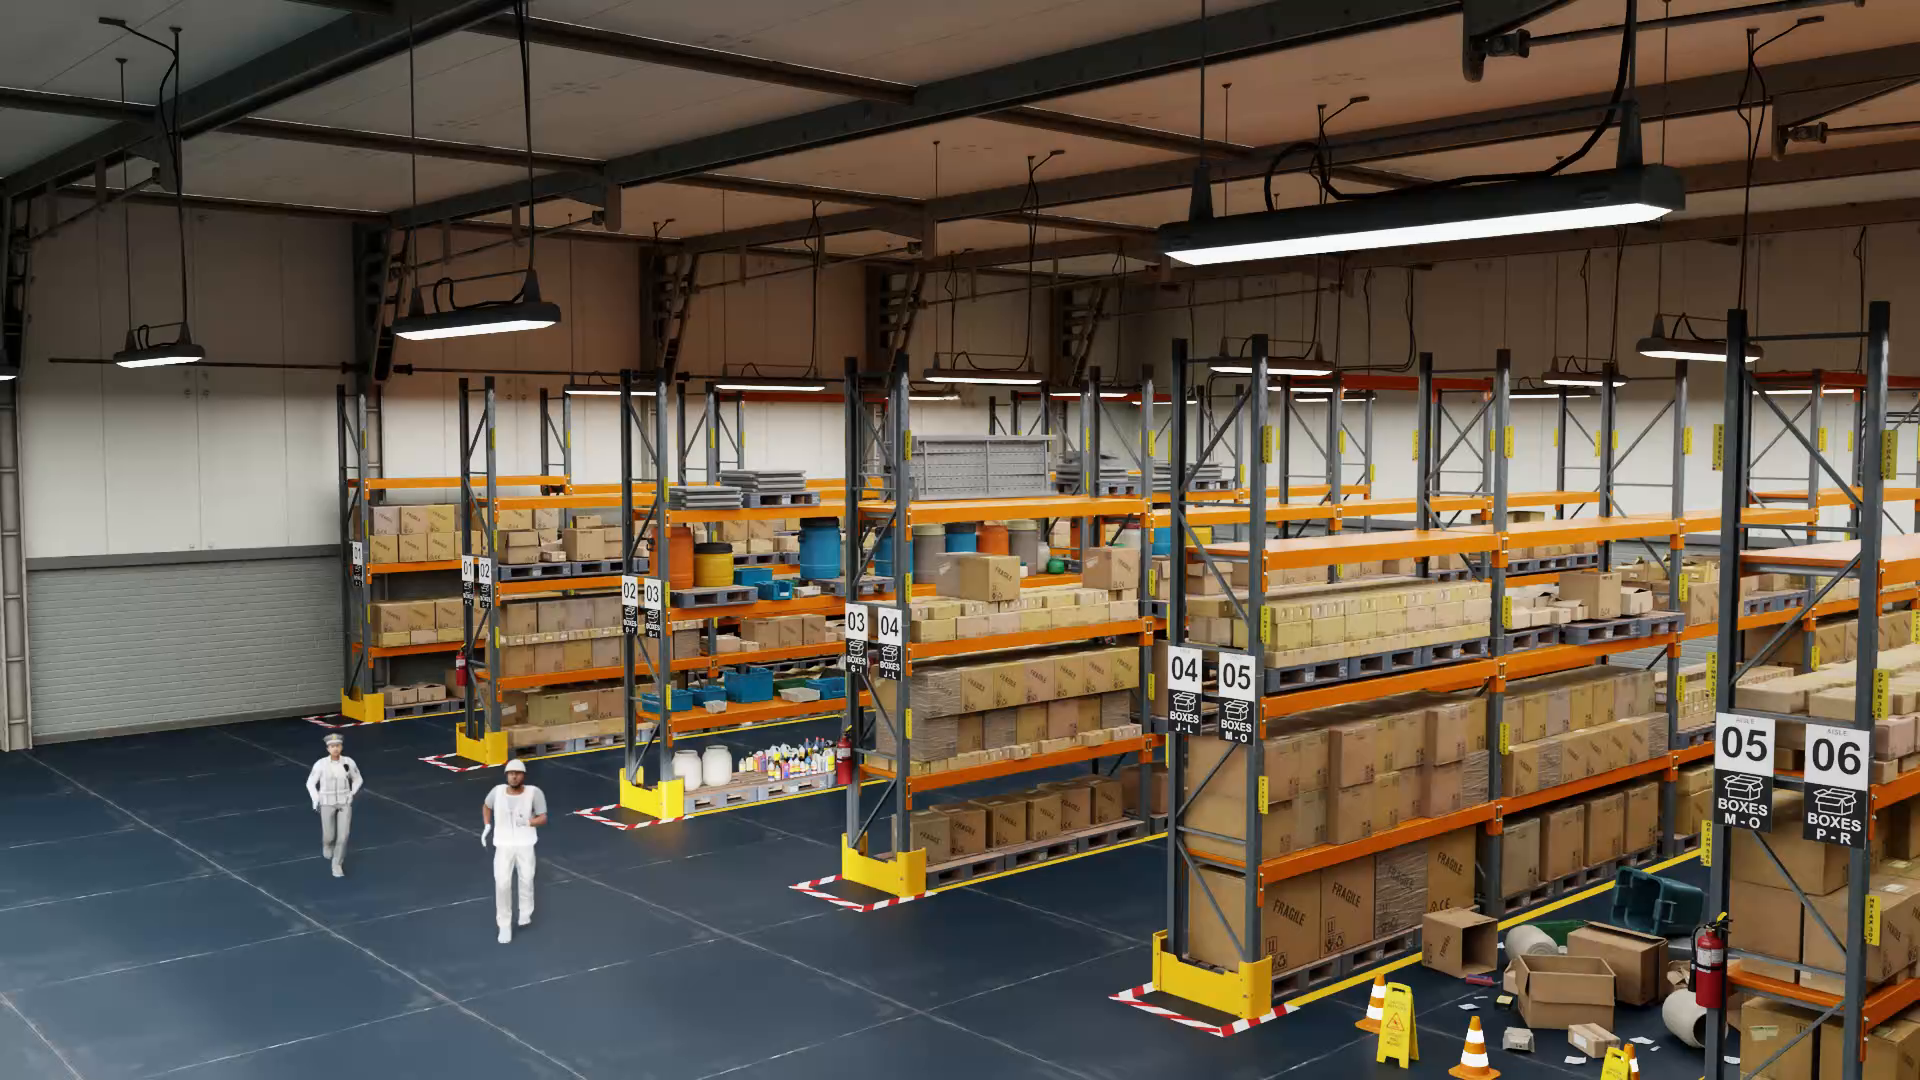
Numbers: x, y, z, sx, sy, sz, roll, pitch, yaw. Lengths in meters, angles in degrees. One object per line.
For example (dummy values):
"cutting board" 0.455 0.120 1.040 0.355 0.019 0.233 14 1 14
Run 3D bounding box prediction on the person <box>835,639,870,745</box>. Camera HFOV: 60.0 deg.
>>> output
"person" -1.809 2.480 27.319 0.665 1.754 0.897 3 5 38

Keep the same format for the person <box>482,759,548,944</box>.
"person" -4.549 3.157 16.998 0.664 1.840 0.775 -1 4 -12

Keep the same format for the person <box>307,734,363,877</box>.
"person" -7.284 3.072 19.407 0.615 1.657 0.555 -2 4 -25
